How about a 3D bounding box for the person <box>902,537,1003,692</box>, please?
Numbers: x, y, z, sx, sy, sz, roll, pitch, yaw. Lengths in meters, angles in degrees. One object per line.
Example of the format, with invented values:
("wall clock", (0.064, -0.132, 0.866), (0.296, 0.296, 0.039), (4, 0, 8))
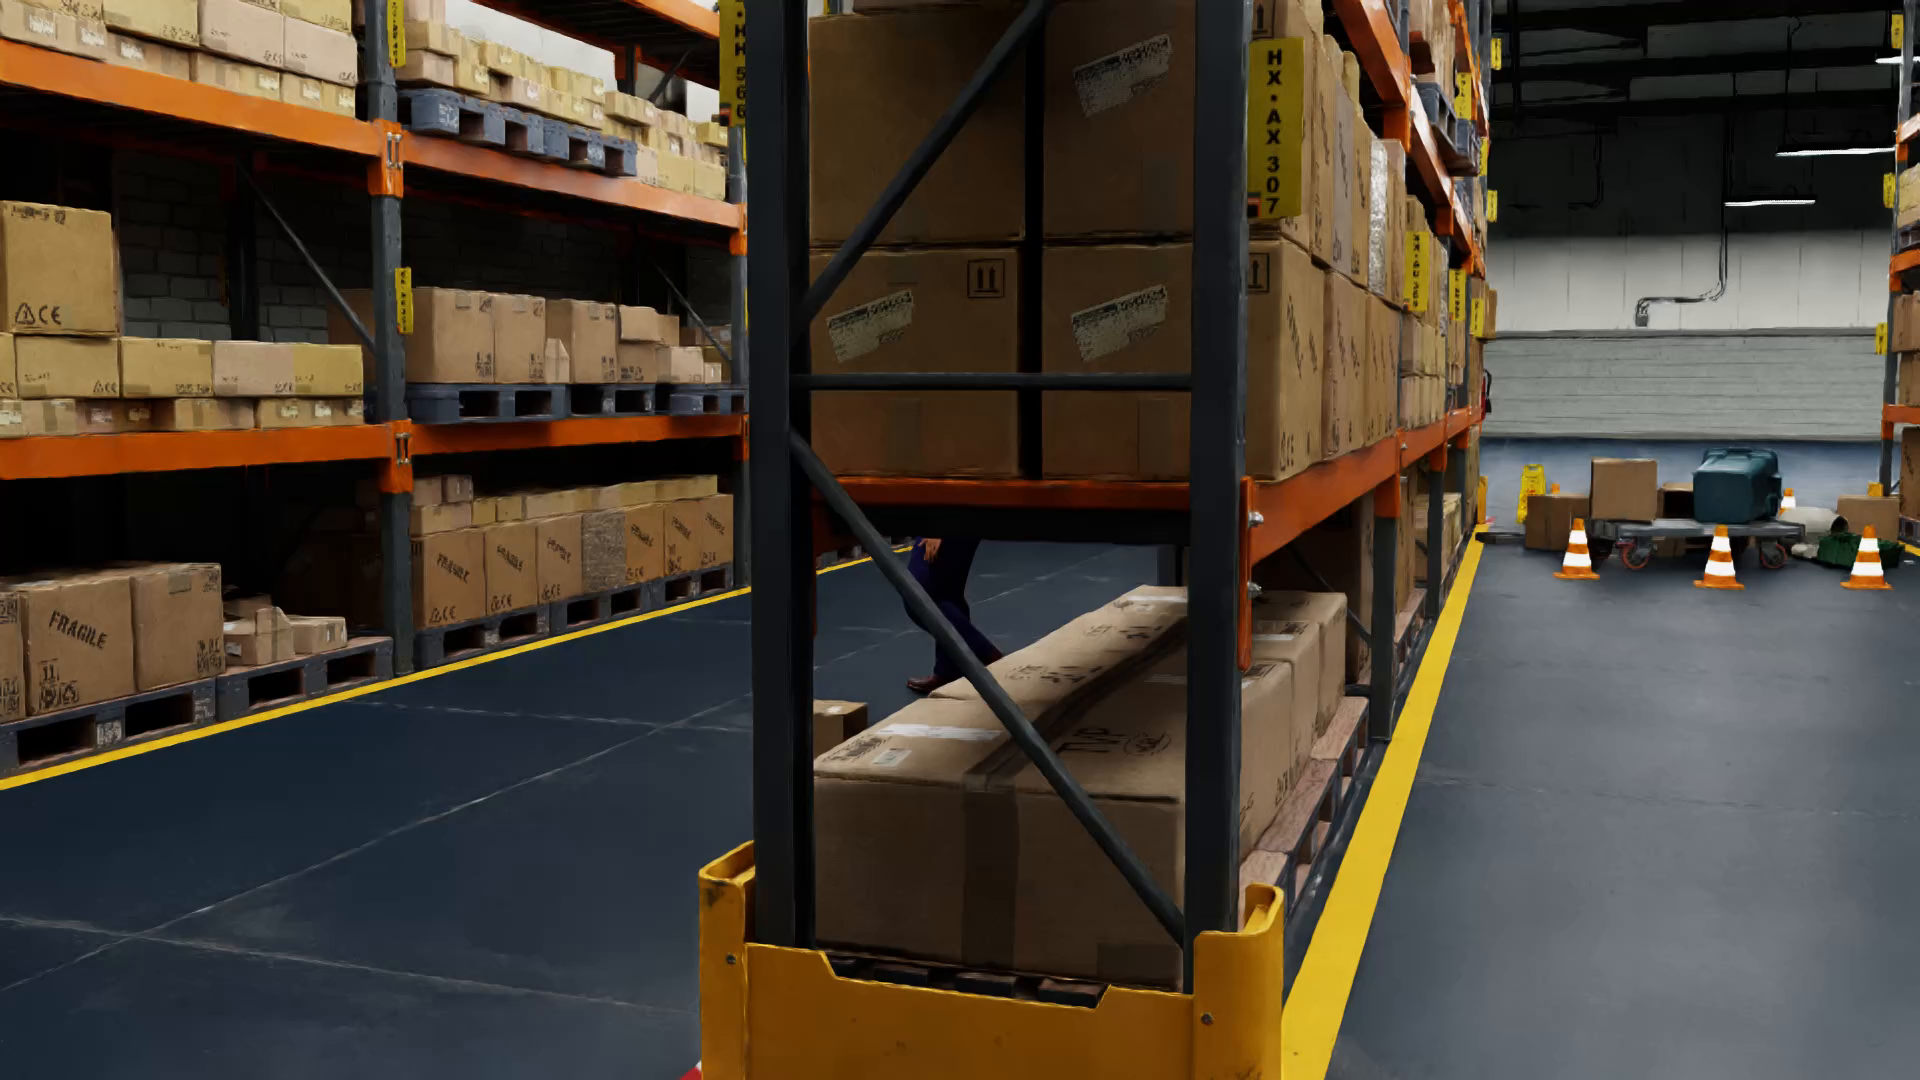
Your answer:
("person", (-0.041, -0.058, 7.872), (0.478, 1.631, 0.580), (0, 5, -4))
